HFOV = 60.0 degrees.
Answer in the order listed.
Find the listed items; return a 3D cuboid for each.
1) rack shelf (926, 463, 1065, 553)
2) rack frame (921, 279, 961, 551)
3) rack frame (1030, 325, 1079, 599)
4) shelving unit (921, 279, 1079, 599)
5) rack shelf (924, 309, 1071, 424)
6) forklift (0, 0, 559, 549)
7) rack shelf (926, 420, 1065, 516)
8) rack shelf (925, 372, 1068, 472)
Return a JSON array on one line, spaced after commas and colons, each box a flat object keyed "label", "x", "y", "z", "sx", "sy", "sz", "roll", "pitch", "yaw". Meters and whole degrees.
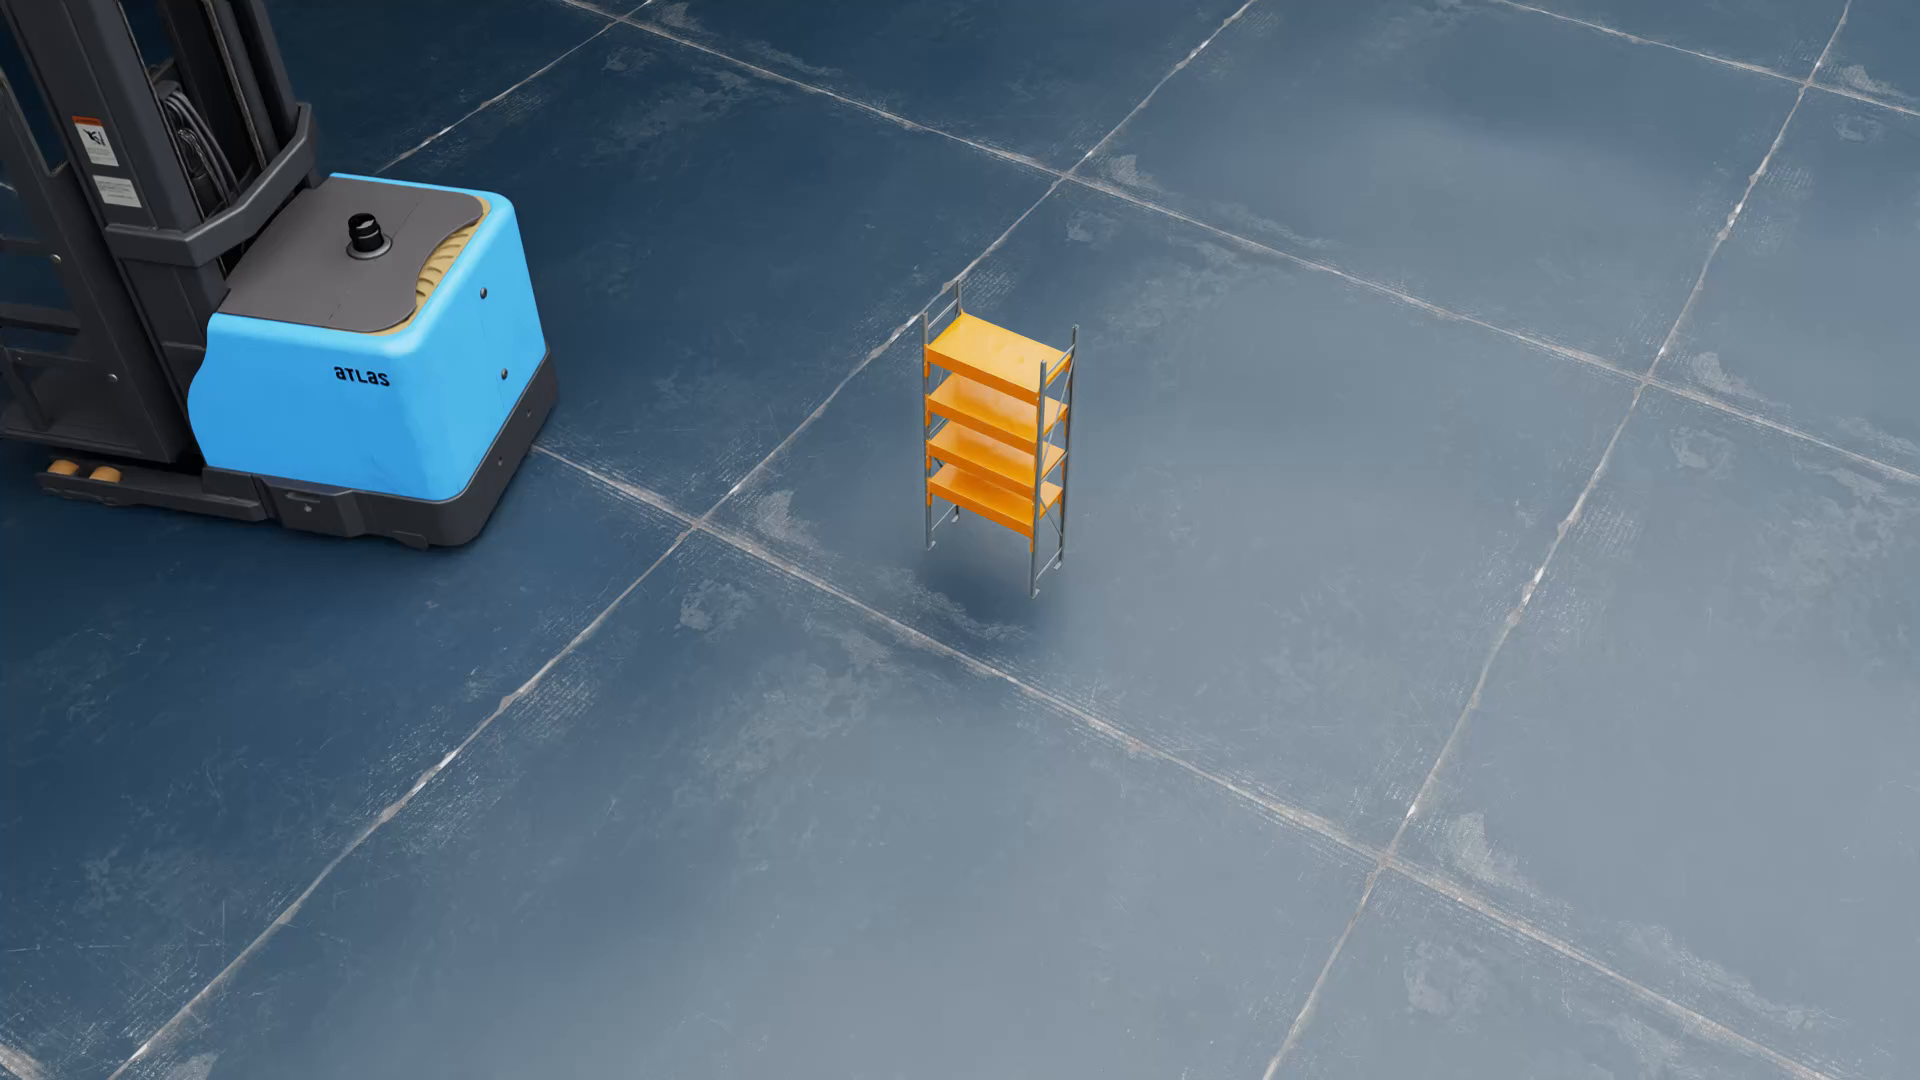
[{"label": "rack shelf", "x": 0.139, "y": -0.169, "z": 6.448, "sx": 0.480, "sy": 0.148, "sz": 0.258, "roll": 25, "pitch": 51, "yaw": 22}, {"label": "rack frame", "x": -0.066, "y": -0.449, "z": 6.349, "sx": 0.015, "sy": 1.200, "sz": 0.240, "roll": 25, "pitch": 51, "yaw": 22}, {"label": "rack frame", "x": 0.345, "y": -0.260, "z": 6.166, "sx": 0.015, "sy": 1.200, "sz": 0.240, "roll": 25, "pitch": 51, "yaw": 22}, {"label": "shelving unit", "x": 0.139, "y": -0.354, "z": 6.257, "sx": 0.503, "sy": 1.200, "sz": 0.258, "roll": 25, "pitch": 51, "yaw": 22}, {"label": "rack shelf", "x": 0.139, "y": -0.628, "z": 5.976, "sx": 0.480, "sy": 0.148, "sz": 0.258, "roll": 25, "pitch": 51, "yaw": 22}, {"label": "forklift", "x": -3.324, "y": -1.525, "z": 6.188, "sx": 3.031, "sy": 2.935, "sz": 1.130, "roll": 9, "pitch": 46, "yaw": 8}, {"label": "rack shelf", "x": 0.139, "y": -0.307, "z": 6.306, "sx": 0.480, "sy": 0.148, "sz": 0.258, "roll": 25, "pitch": 51, "yaw": 22}, {"label": "rack shelf", "x": 0.139, "y": -0.463, "z": 6.145, "sx": 0.480, "sy": 0.148, "sz": 0.258, "roll": 25, "pitch": 51, "yaw": 22}]
